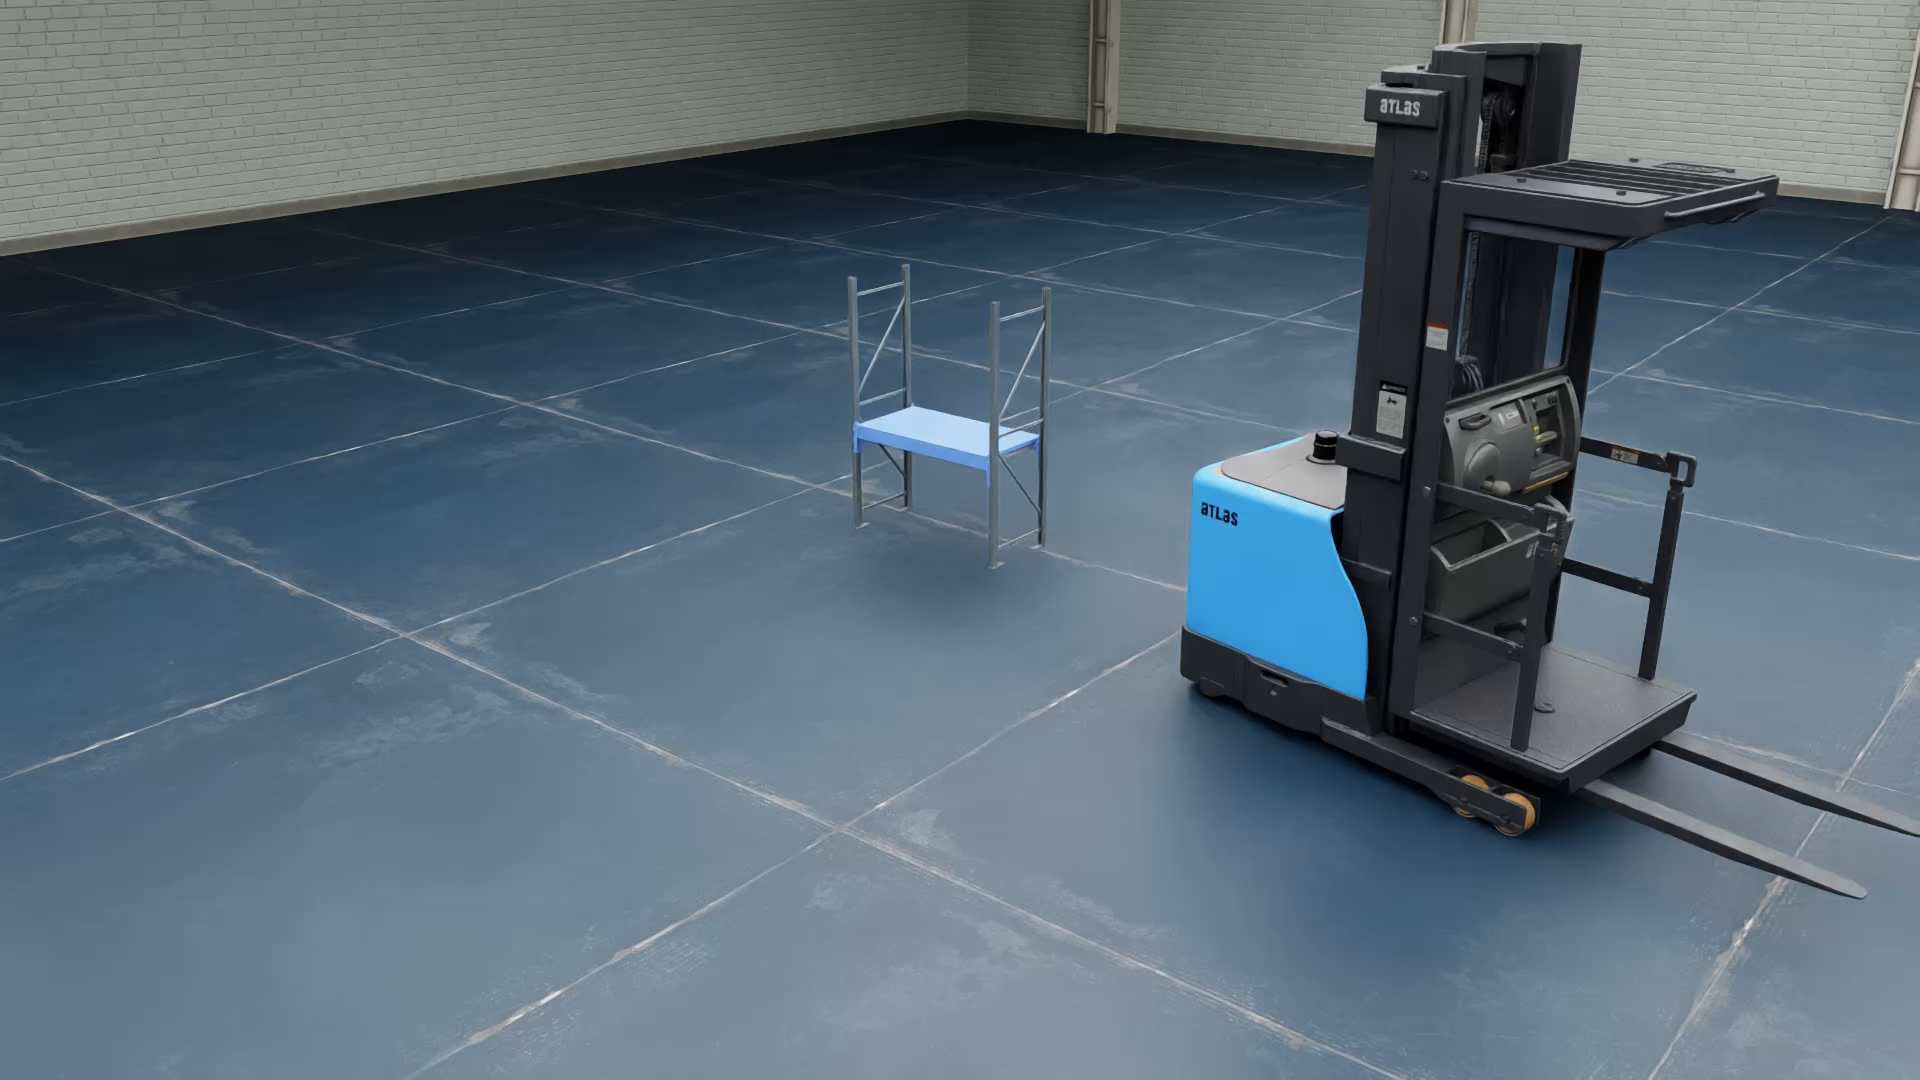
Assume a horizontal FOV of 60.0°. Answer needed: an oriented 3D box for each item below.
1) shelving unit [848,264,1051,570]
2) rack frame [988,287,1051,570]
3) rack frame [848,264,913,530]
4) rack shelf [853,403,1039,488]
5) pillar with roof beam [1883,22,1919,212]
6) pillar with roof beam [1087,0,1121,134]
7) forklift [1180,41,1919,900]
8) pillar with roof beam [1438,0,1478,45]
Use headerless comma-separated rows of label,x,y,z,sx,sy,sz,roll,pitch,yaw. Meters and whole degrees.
shelving unit,-0.066,-0.721,9.454,1.048,1.500,0.538,16,26,36
rack frame,0.328,-0.607,9.153,0.032,1.500,0.500,16,26,36
rack frame,-0.460,-0.834,9.755,0.032,1.500,0.500,16,26,36
rack shelf,-0.066,-0.552,9.517,1.000,0.185,0.538,16,26,36
pillar with roof beam,8.927,-7.126,15.812,0.400,9.000,9.100,16,26,36
pillar with roof beam,-0.370,-9.804,22.912,0.400,9.000,9.100,16,26,36
forklift,2.378,-0.404,6.584,1.130,2.935,3.031,-17,27,-38
pillar with roof beam,4.278,-8.465,19.362,0.400,9.000,9.100,16,26,36
